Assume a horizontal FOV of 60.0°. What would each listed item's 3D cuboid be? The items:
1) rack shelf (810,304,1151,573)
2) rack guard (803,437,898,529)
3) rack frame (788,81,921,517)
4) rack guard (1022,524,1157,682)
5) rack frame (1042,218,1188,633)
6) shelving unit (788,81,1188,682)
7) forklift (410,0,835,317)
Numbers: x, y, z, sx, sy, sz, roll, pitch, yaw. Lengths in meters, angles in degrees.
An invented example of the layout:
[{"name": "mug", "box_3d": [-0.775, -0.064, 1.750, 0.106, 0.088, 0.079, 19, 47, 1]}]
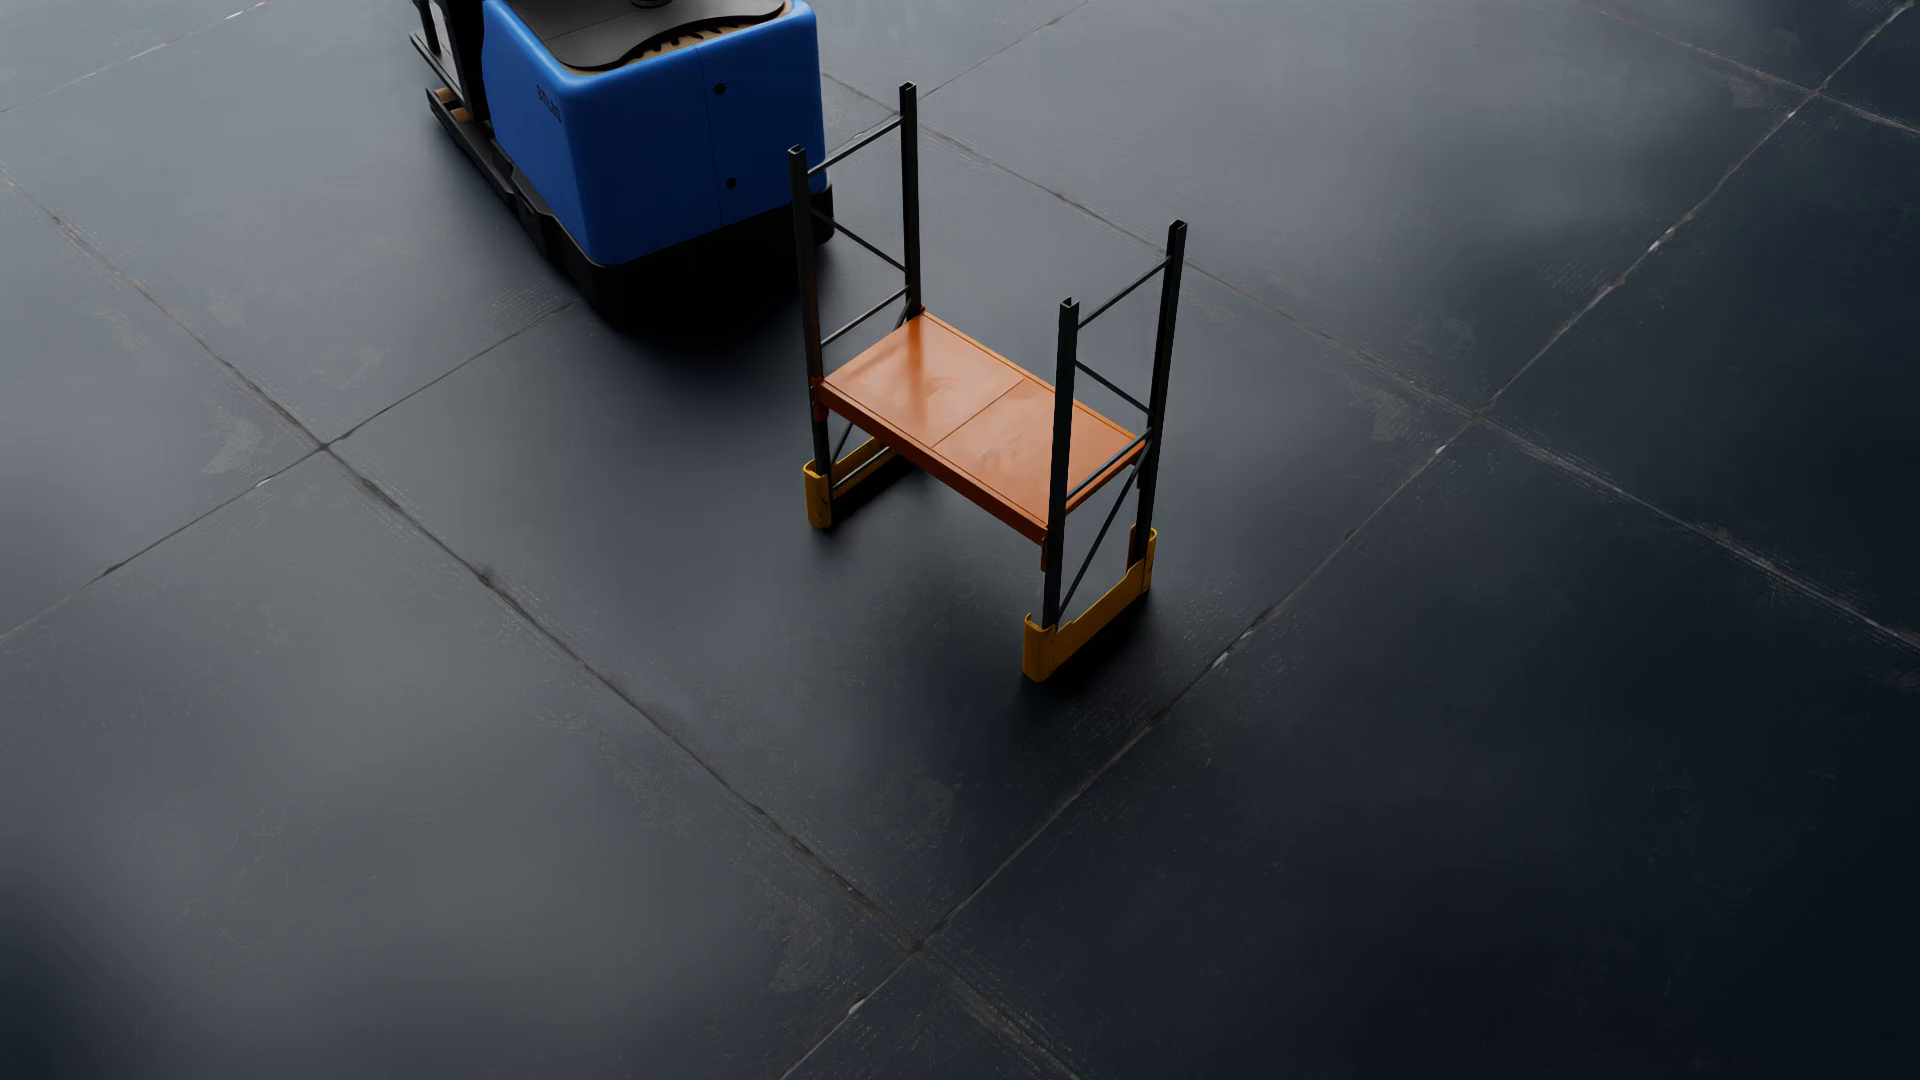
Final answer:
[{"name": "rack shelf", "box_3d": [0.063, -0.348, 5.295, 1.000, 0.185, 0.538, 34, 55, 28]}, {"name": "rack guard", "box_3d": [-0.310, -0.294, 5.855, 0.087, 0.250, 0.587, 34, 55, 28]}, {"name": "rack frame", "box_3d": [-0.311, -0.723, 5.400, 0.032, 1.500, 0.500, 34, 55, 28]}, {"name": "rack guard", "box_3d": [0.422, 0.198, 5.392, 0.087, 0.250, 0.587, 34, 55, 28]}, {"name": "rack frame", "box_3d": [0.436, -0.220, 4.928, 0.032, 1.500, 0.500, 34, 55, 28]}, {"name": "shelving unit", "box_3d": [0.056, -0.476, 5.168, 1.083, 1.500, 0.587, 34, 55, 28]}, {"name": "forklift", "box_3d": [-1.733, -2.926, 6.487, 1.130, 2.935, 3.031, -25, 52, -22]}]
